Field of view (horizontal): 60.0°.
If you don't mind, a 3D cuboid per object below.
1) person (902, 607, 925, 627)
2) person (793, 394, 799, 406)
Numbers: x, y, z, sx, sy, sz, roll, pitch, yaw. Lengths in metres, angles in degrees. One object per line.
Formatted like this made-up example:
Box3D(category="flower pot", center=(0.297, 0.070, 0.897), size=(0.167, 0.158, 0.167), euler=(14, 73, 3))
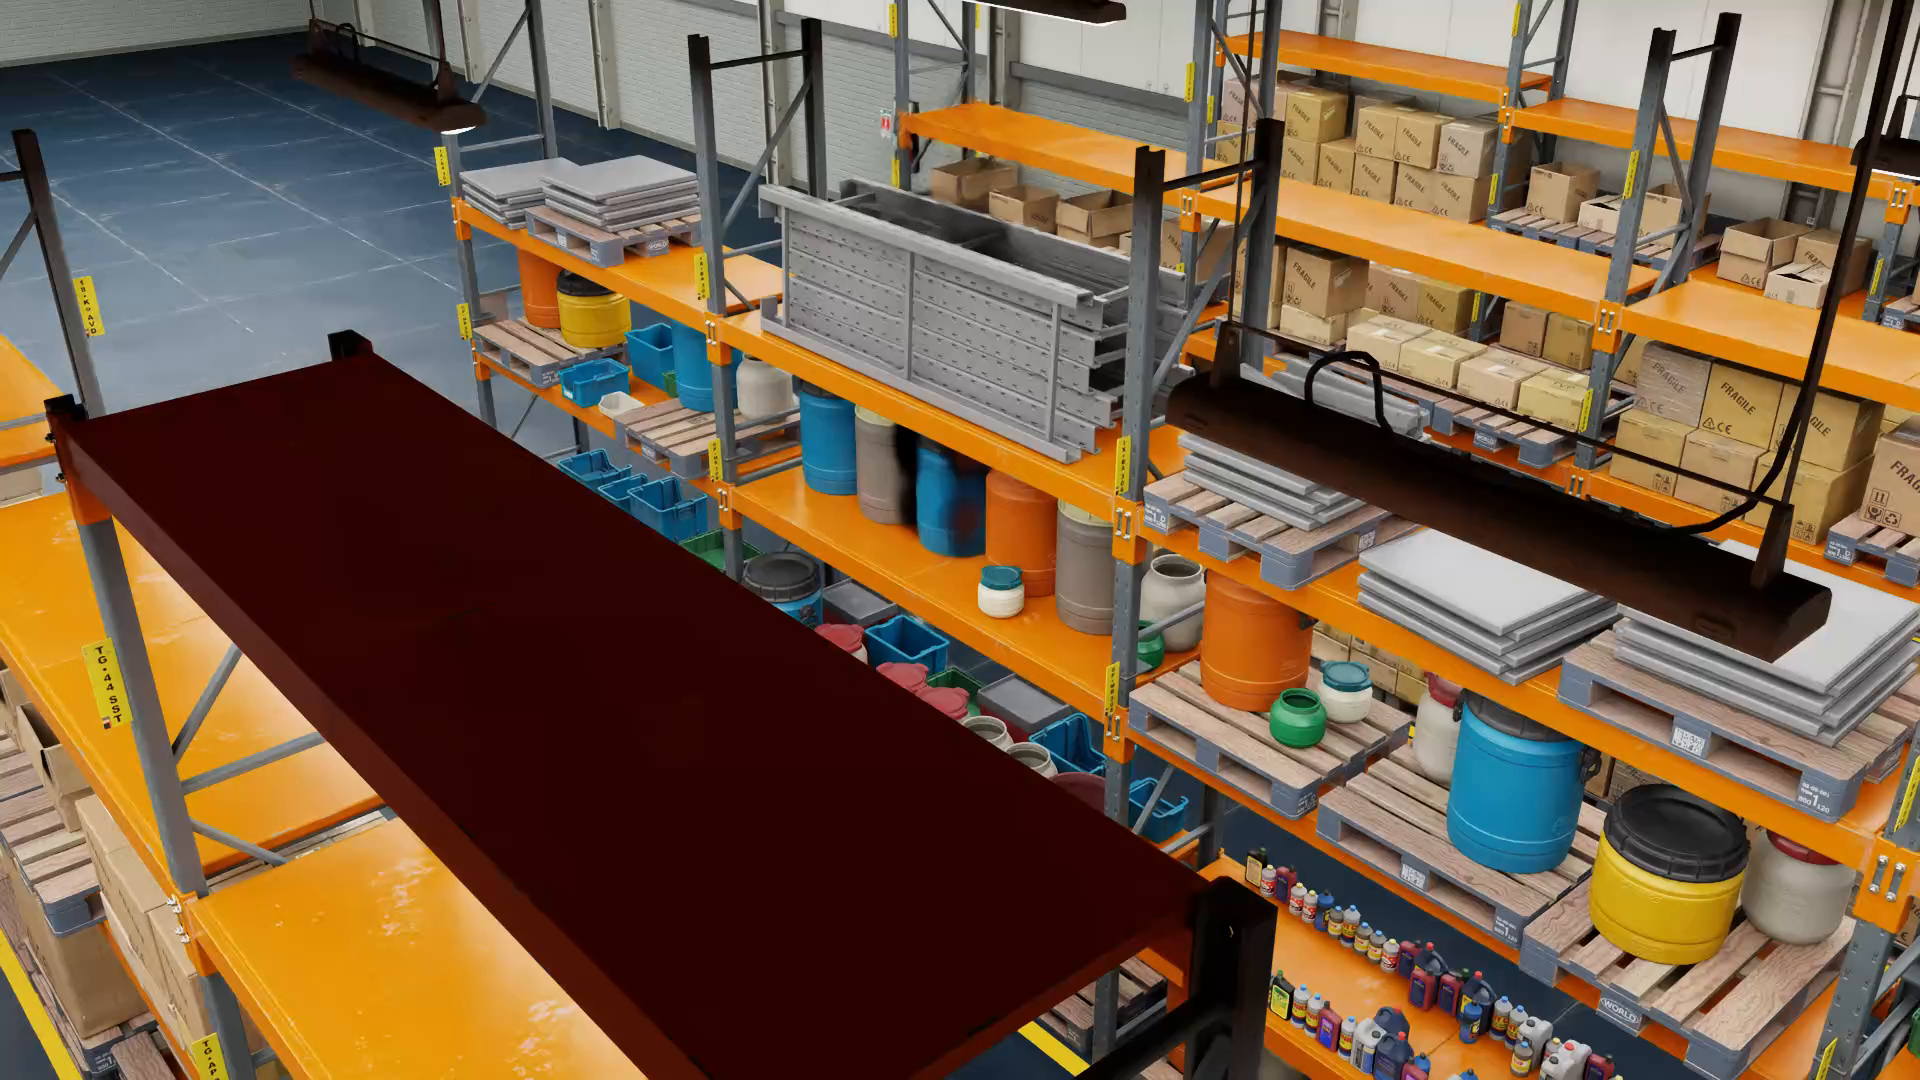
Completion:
Box3D(category="person", center=(-0.604, 0.304, 14.439), size=(0.605, 1.734, 0.860), euler=(-24, 35, -38))
Box3D(category="person", center=(-2.255, -2.088, 19.764), size=(0.852, 1.807, 0.713), euler=(-4, 27, -7))
